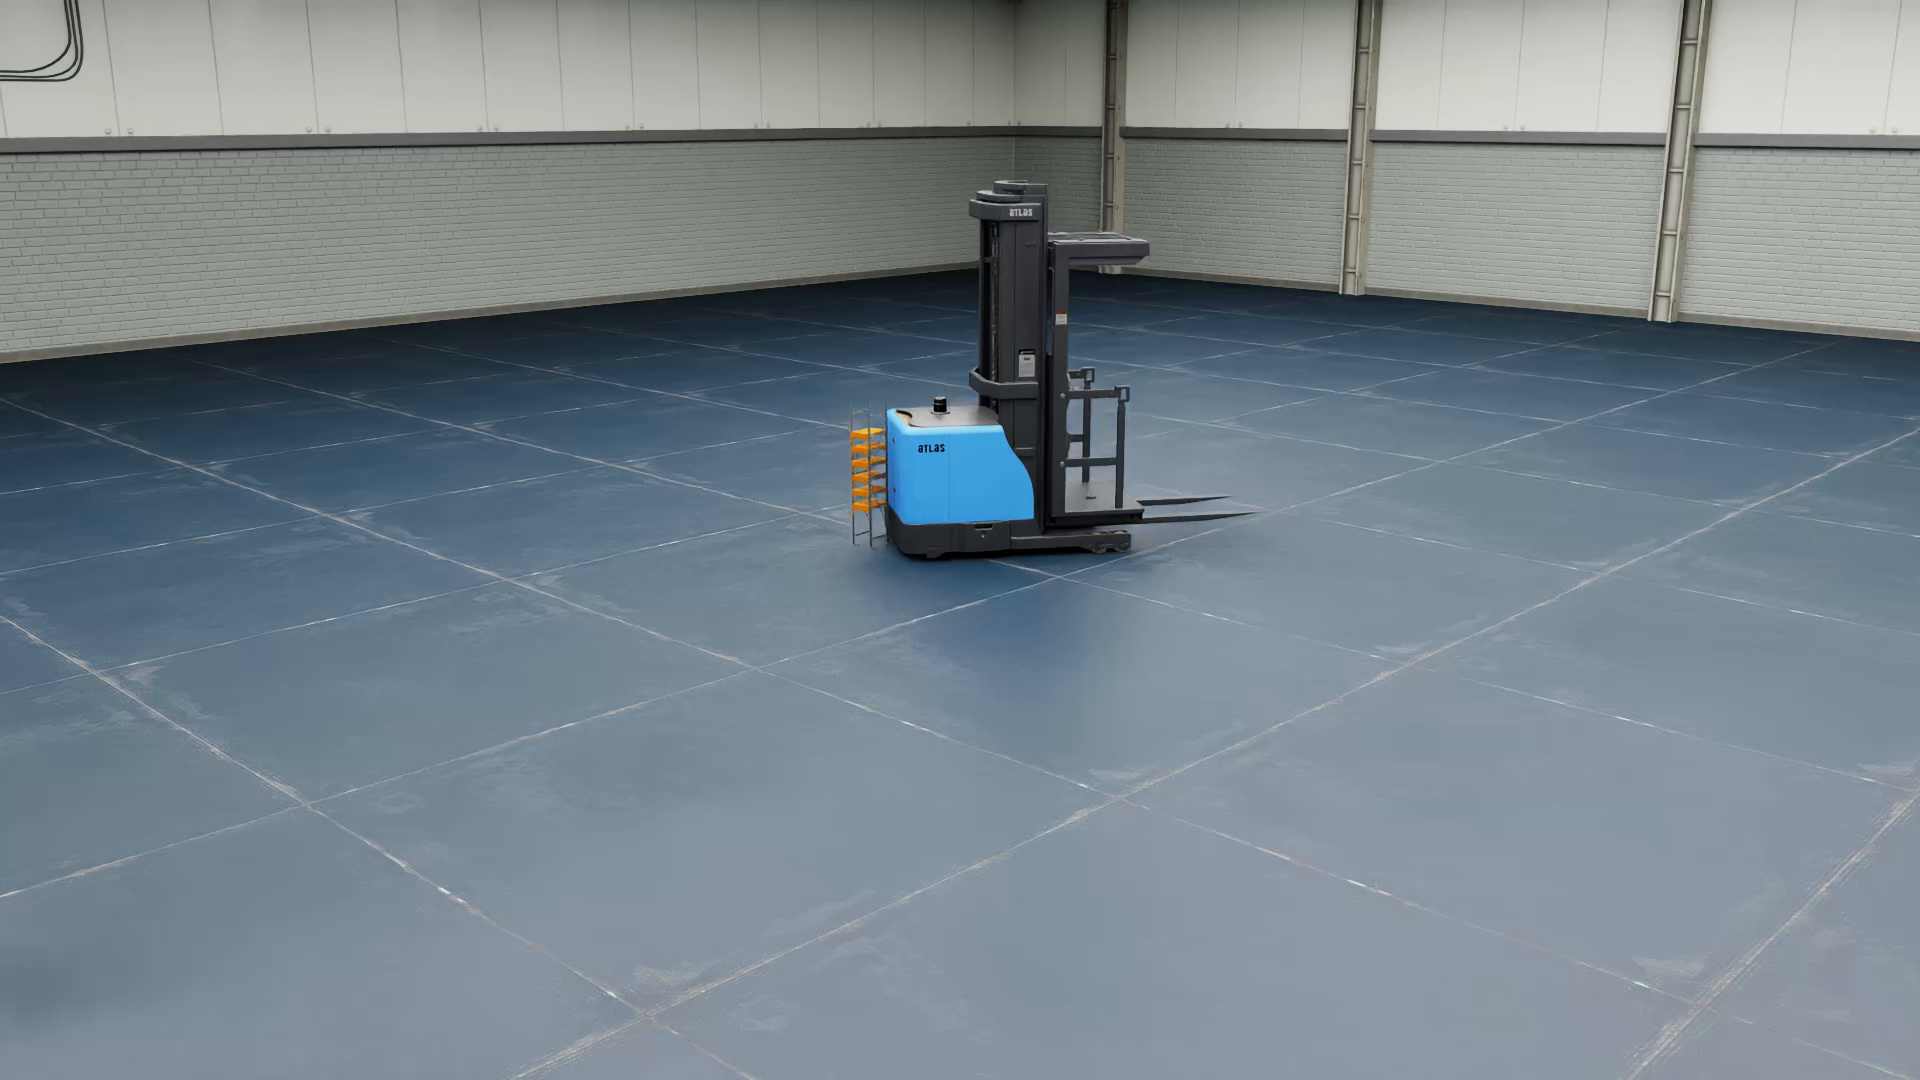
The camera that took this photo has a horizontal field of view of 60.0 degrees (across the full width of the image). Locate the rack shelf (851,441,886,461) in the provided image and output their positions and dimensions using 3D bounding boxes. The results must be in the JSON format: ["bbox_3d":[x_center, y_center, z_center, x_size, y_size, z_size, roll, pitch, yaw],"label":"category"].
[{"bbox_3d":[-0.740,-0.729,13.574,0.180,0.103,0.258,11,18,35],"label":"rack shelf"}]

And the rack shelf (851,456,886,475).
[{"bbox_3d":[-0.740,-0.613,13.604,0.180,0.103,0.258,11,18,35],"label":"rack shelf"}]

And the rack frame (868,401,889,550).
[{"bbox_3d":[-0.666,-0.526,13.571,0.006,1.200,0.240,11,18,35],"label":"rack frame"}]

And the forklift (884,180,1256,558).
[{"bbox_3d":[0.932,-1.438,13.639,3.031,2.935,1.130,-3,15,-11],"label":"forklift"}]

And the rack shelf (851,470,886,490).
[{"bbox_3d":[-0.740,-0.497,13.635,0.180,0.103,0.258,11,18,35],"label":"rack shelf"}]

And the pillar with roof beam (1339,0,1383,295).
[{"bbox_3d":[4.611,-8.343,28.104,0.400,9.000,9.100,14,20,42],"label":"pillar with roof beam"}]

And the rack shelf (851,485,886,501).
[{"bbox_3d":[-0.740,-0.381,13.665,0.180,0.103,0.258,11,18,35],"label":"rack shelf"}]

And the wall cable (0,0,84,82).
[{"bbox_3d":[-13.186,-8.579,22.264,0.169,6.003,2.305,14,20,42],"label":"wall cable"}]

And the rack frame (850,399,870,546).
[{"bbox_3d":[-0.813,-0.553,13.676,0.006,1.200,0.240,11,18,35],"label":"rack frame"}]

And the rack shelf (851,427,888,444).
[{"bbox_3d":[-0.740,-0.845,13.544,0.180,0.103,0.258,11,18,35],"label":"rack shelf"}]

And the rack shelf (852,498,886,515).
[{"bbox_3d":[-0.740,-0.264,13.695,0.180,0.103,0.258,11,18,35],"label":"rack shelf"}]

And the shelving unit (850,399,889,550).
[{"bbox_3d":[-0.740,-0.540,13.624,0.189,1.200,0.258,11,18,35],"label":"shelving unit"}]

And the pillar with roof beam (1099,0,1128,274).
[{"bbox_3d":[0.292,-9.393,32.135,0.400,9.000,9.100,14,20,42],"label":"pillar with roof beam"}]

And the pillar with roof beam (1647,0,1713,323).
[{"bbox_3d":[8.930,-7.293,24.074,0.400,9.000,9.100,14,20,42],"label":"pillar with roof beam"}]
